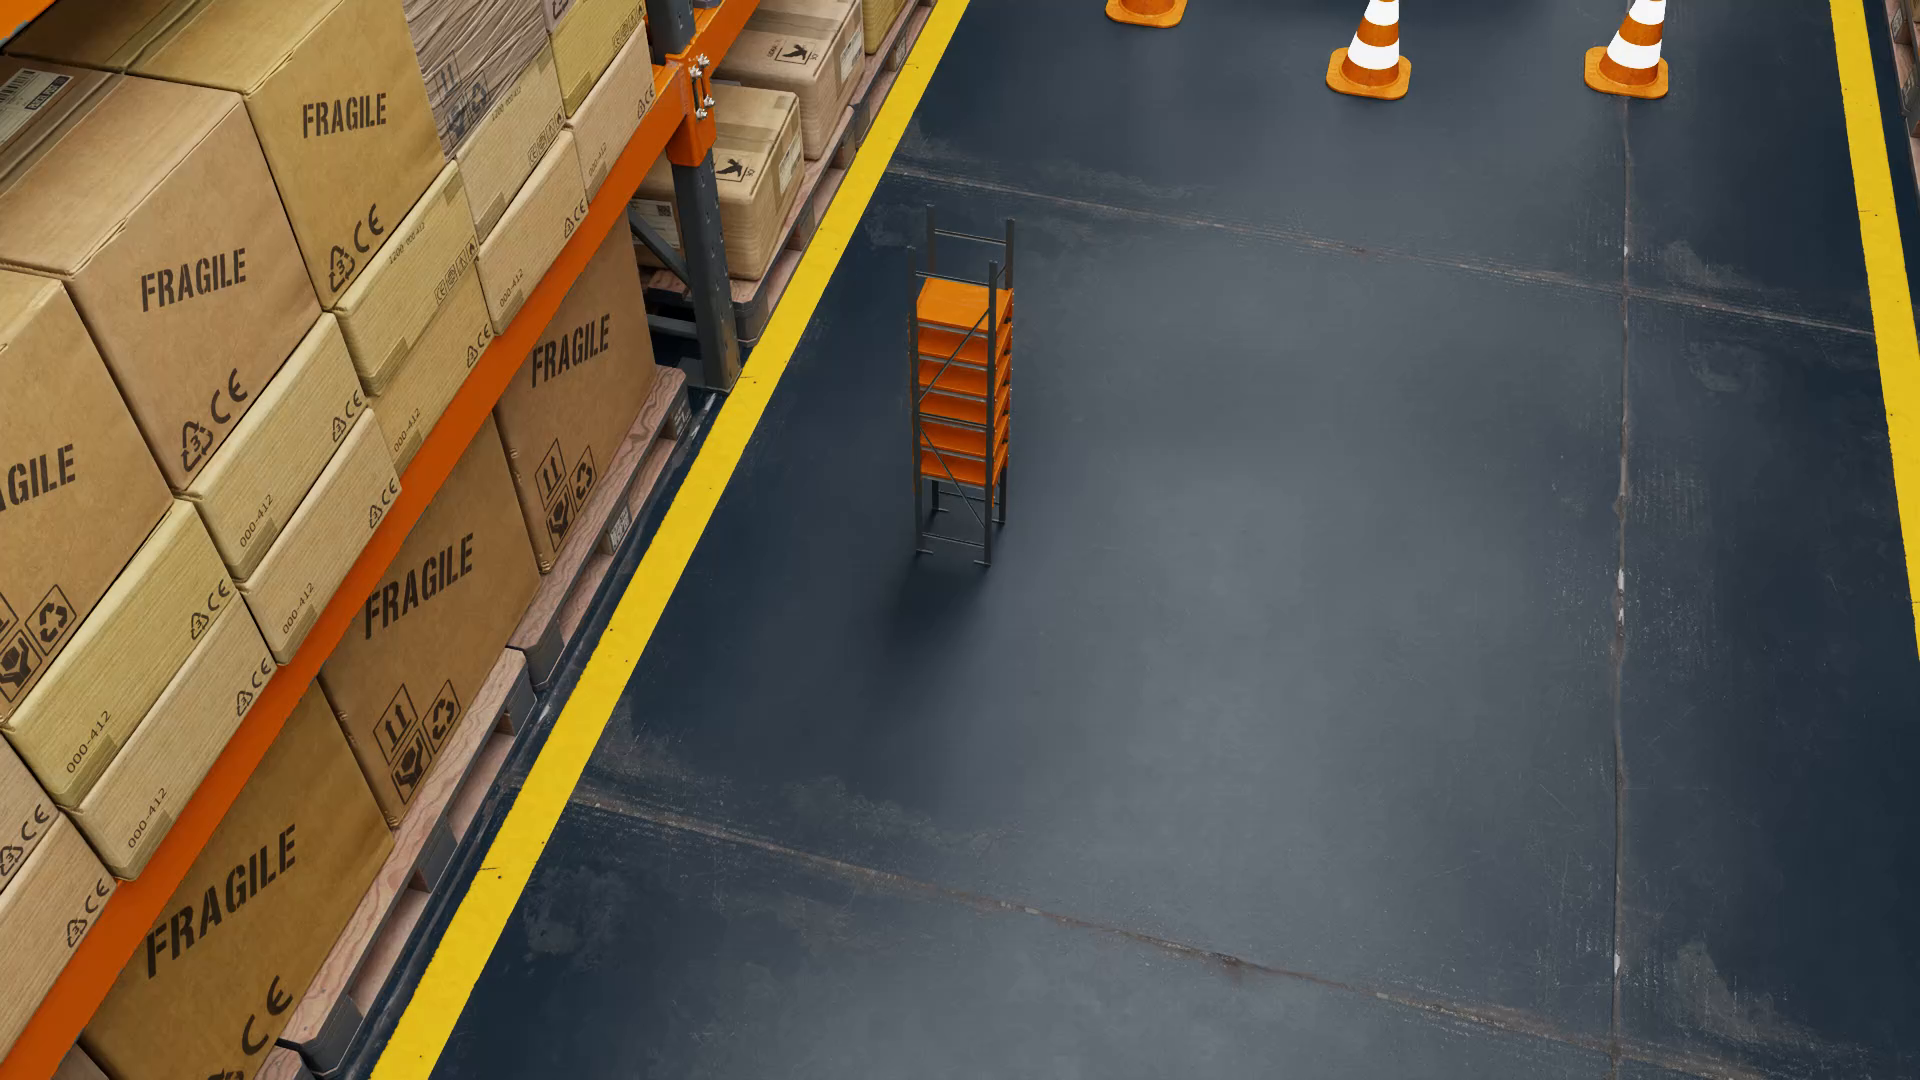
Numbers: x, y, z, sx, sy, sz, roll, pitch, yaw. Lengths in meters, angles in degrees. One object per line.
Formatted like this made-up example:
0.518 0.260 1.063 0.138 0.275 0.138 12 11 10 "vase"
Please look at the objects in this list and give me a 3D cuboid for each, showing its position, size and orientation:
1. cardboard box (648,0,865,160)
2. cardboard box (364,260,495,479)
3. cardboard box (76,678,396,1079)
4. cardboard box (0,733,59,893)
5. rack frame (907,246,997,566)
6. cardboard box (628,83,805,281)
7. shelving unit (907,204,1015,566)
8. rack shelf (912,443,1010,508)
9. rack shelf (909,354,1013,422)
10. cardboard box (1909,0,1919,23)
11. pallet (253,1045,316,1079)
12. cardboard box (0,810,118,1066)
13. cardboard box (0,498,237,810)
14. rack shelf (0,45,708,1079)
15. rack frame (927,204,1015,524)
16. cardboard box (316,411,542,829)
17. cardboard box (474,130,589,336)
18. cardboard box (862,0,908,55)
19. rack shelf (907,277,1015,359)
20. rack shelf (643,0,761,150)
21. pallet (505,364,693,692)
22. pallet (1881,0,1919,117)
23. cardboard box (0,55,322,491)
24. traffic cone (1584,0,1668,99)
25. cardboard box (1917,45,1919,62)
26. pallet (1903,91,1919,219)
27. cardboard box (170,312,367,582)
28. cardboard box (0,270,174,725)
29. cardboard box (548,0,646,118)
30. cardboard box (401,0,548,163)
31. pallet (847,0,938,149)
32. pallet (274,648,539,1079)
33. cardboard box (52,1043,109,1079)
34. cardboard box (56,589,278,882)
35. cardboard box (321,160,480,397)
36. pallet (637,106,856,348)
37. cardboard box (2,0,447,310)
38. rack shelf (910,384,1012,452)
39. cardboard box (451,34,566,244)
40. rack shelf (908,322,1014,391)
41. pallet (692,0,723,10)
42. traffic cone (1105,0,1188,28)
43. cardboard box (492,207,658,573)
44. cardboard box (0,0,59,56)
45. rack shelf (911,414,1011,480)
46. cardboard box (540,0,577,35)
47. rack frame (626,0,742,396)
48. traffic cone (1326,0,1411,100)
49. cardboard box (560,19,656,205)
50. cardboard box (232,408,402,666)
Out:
-0.908 -1.842 6.347 0.950 0.372 0.625 11 49 9 "cardboard box"
-1.403 -0.430 3.729 0.500 0.250 0.500 11 50 10 "cardboard box"
-1.990 0.708 3.762 0.875 0.875 0.875 13 50 11 "cardboard box"
-1.808 0.502 2.573 0.500 0.250 0.500 12 50 11 "cardboard box"
-0.020 -0.341 4.751 0.240 1.200 0.006 12 50 10 "rack frame"
-1.095 -1.307 5.875 0.950 0.372 0.625 9 49 7 "cardboard box"
0.004 -0.407 4.809 0.258 1.200 0.189 12 50 10 "shelving unit"
0.004 -0.219 5.023 0.258 0.103 0.180 12 50 10 "rack shelf"
0.004 -0.458 4.753 0.258 0.103 0.180 12 50 10 "rack shelf"
4.525 -2.548 6.718 1.050 0.750 0.750 11 50 10 "cardboard box"
-2.175 1.613 3.686 1.003 0.211 1.213 12 50 10 "pallet"
-1.801 0.672 2.756 0.500 0.250 0.500 10 49 9 "cardboard box"
-1.649 0.142 2.891 0.500 0.250 0.500 12 50 11 "cardboard box"
-1.779 0.054 3.681 1.077 0.370 4.000 12 50 10 "rack shelf"
0.028 -0.474 4.868 0.240 1.200 0.006 12 50 10 "rack frame"
-1.754 0.061 4.332 0.875 0.875 0.875 12 50 10 "cardboard box"
-1.255 -0.791 4.048 0.500 0.250 0.500 12 50 11 "cardboard box"
-0.703 -2.389 6.831 0.950 0.372 0.625 13 50 11 "cardboard box"
0.004 -0.616 4.573 0.258 0.103 0.180 12 50 10 "rack shelf"
-0.727 -2.839 6.235 1.077 0.370 4.000 12 50 10 "rack shelf"
-1.533 -0.152 5.244 1.003 0.211 1.213 12 50 10 "pallet"
4.471 -2.124 6.984 1.003 0.211 1.213 12 50 10 "pallet"
-1.541 -0.473 2.934 0.500 0.500 0.500 11 49 9 "cardboard box"
2.792 -2.108 6.802 0.336 0.463 0.334 12 50 10 "traffic cone"
4.268 -1.851 6.103 1.050 0.750 0.750 12 50 10 "cardboard box"
4.152 -1.239 6.203 1.003 0.211 1.213 12 50 10 "pallet"
-1.518 -0.224 3.214 0.500 0.250 0.500 10 49 9 "cardboard box"
-1.671 -0.098 2.603 0.500 0.500 0.500 10 49 9 "cardboard box"
-1.135 -1.346 4.204 0.500 0.250 0.500 11 50 10 "cardboard box"
-1.264 -1.196 3.571 0.500 0.500 0.500 12 50 11 "cardboard box"
-0.723 -2.152 7.009 1.003 0.211 1.213 12 50 10 "pallet"
-1.856 0.727 4.467 1.003 0.211 1.213 12 50 10 "pallet"
-2.220 1.363 3.184 0.875 0.875 0.875 13 50 11 "cardboard box"
-1.650 0.304 3.081 0.500 0.250 0.500 11 50 10 "cardboard box"
-1.382 -0.600 3.545 0.500 0.250 0.500 10 49 9 "cardboard box"
-1.046 -1.273 6.232 1.003 0.211 1.213 12 50 10 "pallet"
-1.401 -0.838 3.255 0.500 0.500 0.500 12 50 10 "cardboard box"
0.004 -0.378 4.843 0.258 0.103 0.180 12 50 10 "rack shelf"
-1.267 -0.974 3.876 0.500 0.250 0.500 10 49 9 "cardboard box"
0.004 -0.537 4.663 0.258 0.103 0.180 12 50 10 "rack shelf"
-1.168 -2.103 5.234 1.213 0.211 1.003 12 50 10 "pallet"
0.824 -2.511 7.158 0.336 0.463 0.334 12 50 10 "traffic cone"
-1.515 -0.583 4.901 0.875 0.875 0.875 11 50 10 "cardboard box"
-1.891 -0.954 3.358 0.500 0.500 0.500 13 50 11 "cardboard box"
0.004 -0.299 4.933 0.258 0.103 0.180 12 50 10 "rack shelf"
-1.137 -1.569 3.900 0.500 0.500 0.500 10 49 9 "cardboard box"
-1.253 -1.630 4.688 1.000 3.000 0.127 12 50 10 "rack frame"
1.712 -2.104 6.798 0.336 0.463 0.334 12 50 10 "traffic cone"
-1.136 -1.164 4.376 0.500 0.250 0.500 10 49 9 "cardboard box"
-1.510 -0.056 3.398 0.500 0.250 0.500 11 49 9 "cardboard box"
